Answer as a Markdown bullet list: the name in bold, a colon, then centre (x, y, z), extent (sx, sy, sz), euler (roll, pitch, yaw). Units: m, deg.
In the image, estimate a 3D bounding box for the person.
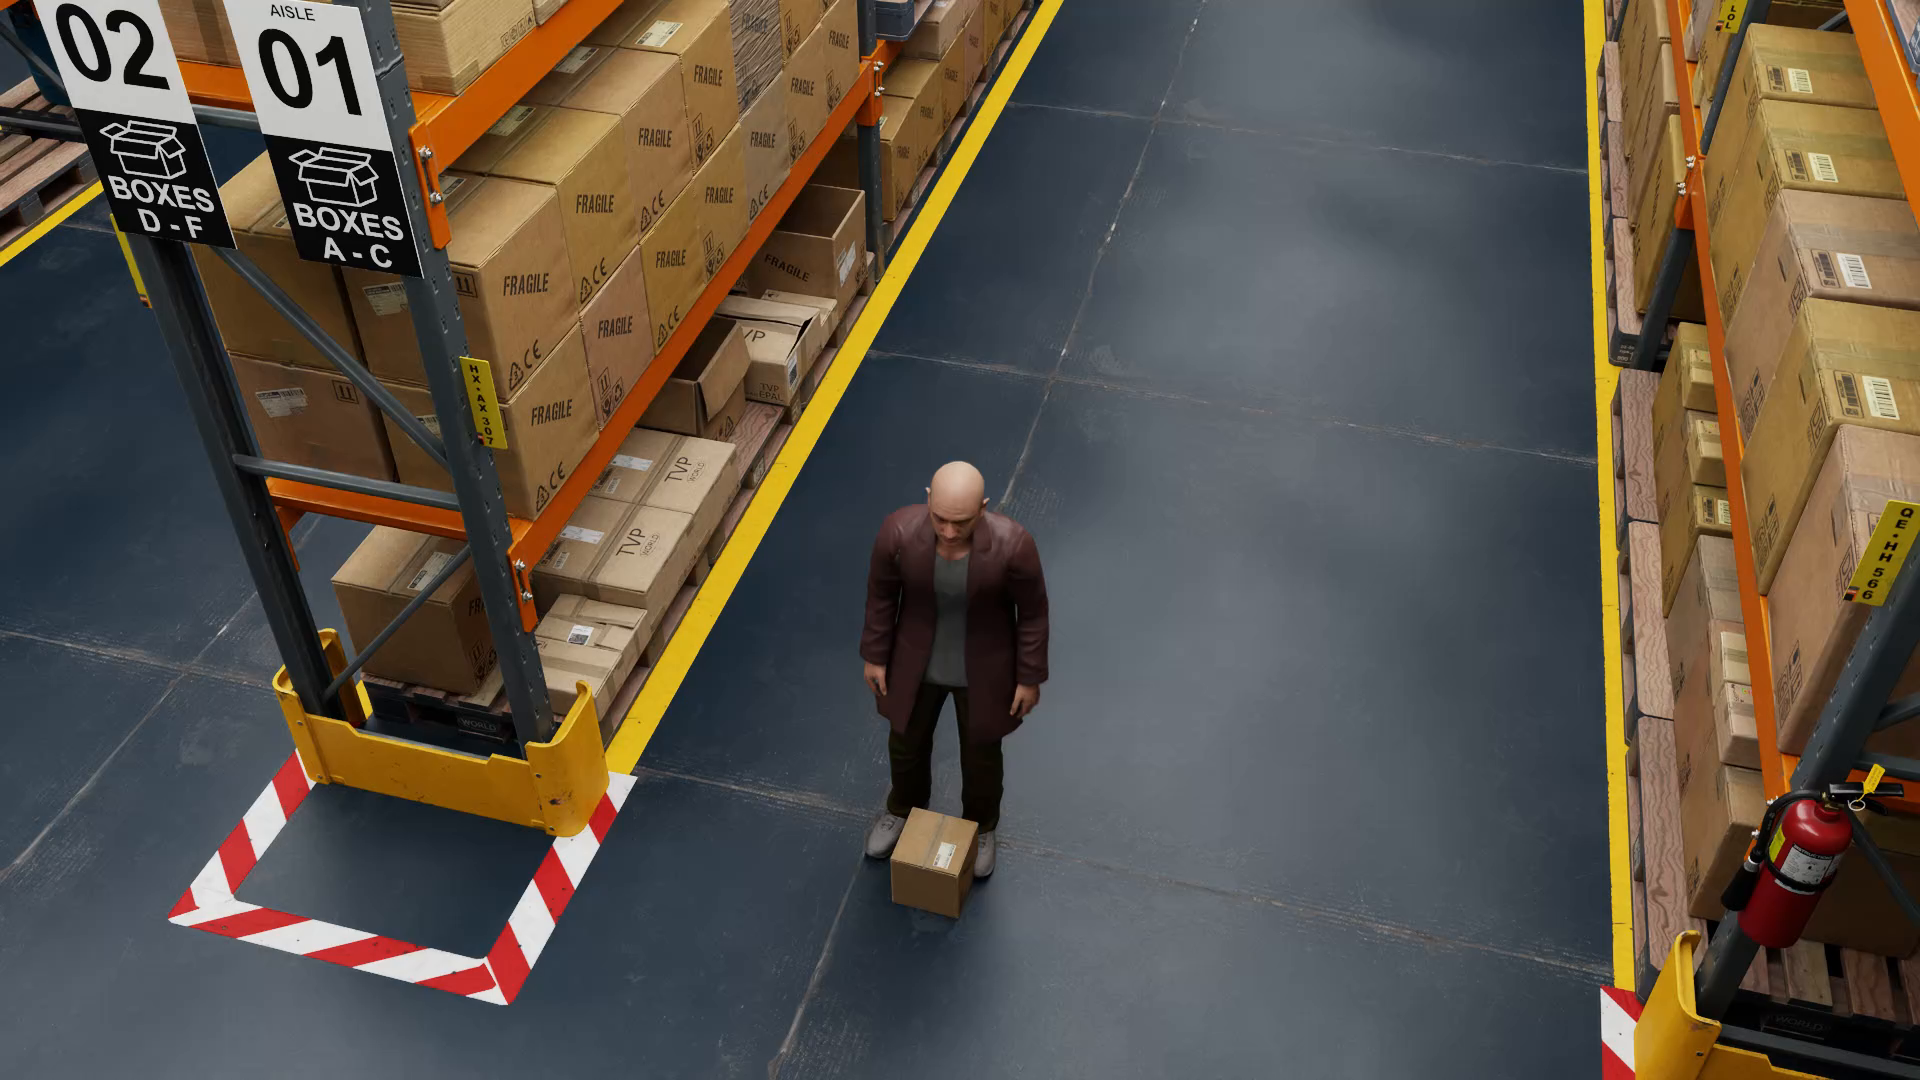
- **person**: centre (-0.020, 0.429, 5.666), extent (0.654, 1.774, 0.420), euler (8, 41, 9)
